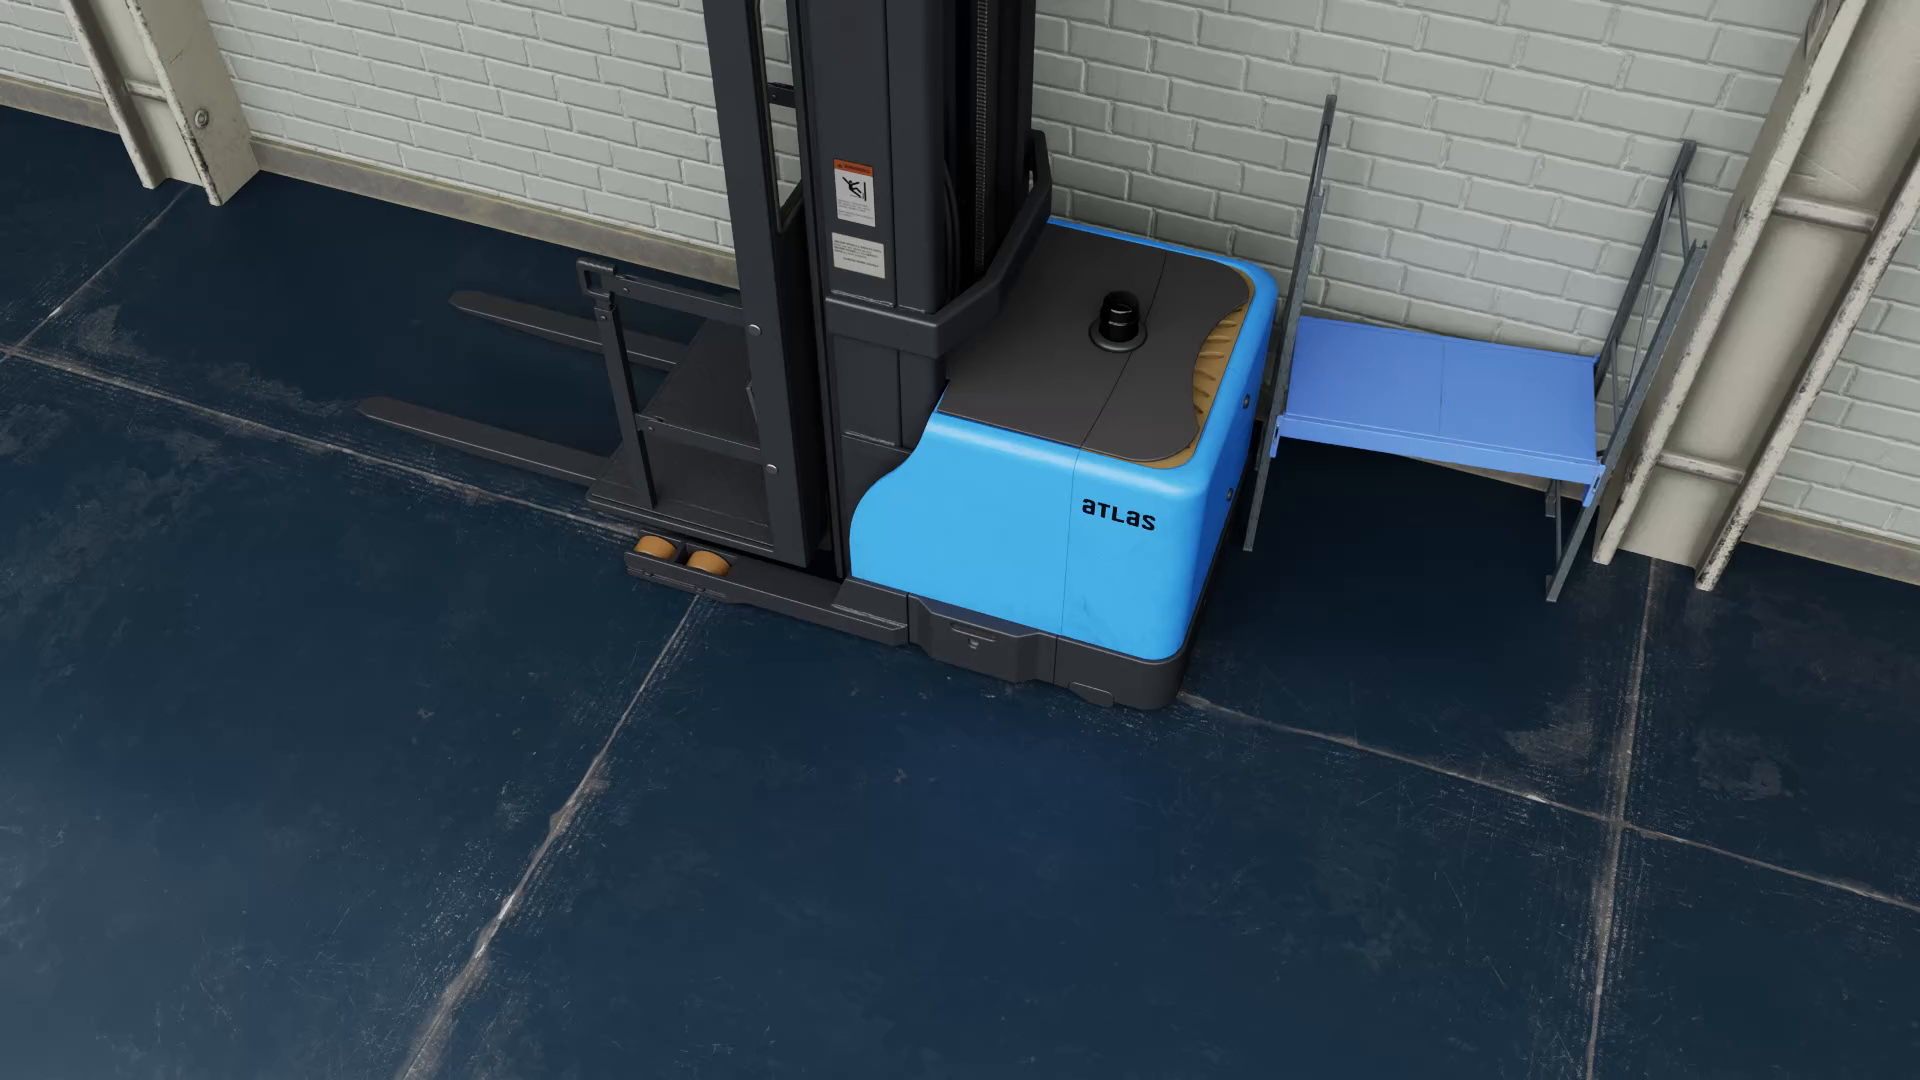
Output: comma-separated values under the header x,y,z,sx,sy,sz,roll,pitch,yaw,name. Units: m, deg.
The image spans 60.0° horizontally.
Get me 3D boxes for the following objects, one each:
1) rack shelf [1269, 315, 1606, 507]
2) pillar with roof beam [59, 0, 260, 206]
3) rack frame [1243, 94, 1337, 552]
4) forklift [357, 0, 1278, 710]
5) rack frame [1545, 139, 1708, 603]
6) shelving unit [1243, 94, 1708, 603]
x,y,z,sx,sy,sz,roll,pitch,yaw,name
1.538,-0.435,5.373,1.000,0.185,0.538,10,50,8,rack shelf
-4.720,-1.453,1.054,0.400,9.000,9.100,16,51,13,pillar with roof beam
1.042,-0.637,5.310,0.032,1.500,0.500,10,50,8,rack frame
-0.592,-1.123,4.784,3.031,2.935,1.130,15,51,13,forklift
2.034,-0.469,5.164,0.032,1.500,0.500,10,50,8,rack frame
1.538,-0.553,5.237,1.048,1.500,0.538,10,50,8,shelving unit
